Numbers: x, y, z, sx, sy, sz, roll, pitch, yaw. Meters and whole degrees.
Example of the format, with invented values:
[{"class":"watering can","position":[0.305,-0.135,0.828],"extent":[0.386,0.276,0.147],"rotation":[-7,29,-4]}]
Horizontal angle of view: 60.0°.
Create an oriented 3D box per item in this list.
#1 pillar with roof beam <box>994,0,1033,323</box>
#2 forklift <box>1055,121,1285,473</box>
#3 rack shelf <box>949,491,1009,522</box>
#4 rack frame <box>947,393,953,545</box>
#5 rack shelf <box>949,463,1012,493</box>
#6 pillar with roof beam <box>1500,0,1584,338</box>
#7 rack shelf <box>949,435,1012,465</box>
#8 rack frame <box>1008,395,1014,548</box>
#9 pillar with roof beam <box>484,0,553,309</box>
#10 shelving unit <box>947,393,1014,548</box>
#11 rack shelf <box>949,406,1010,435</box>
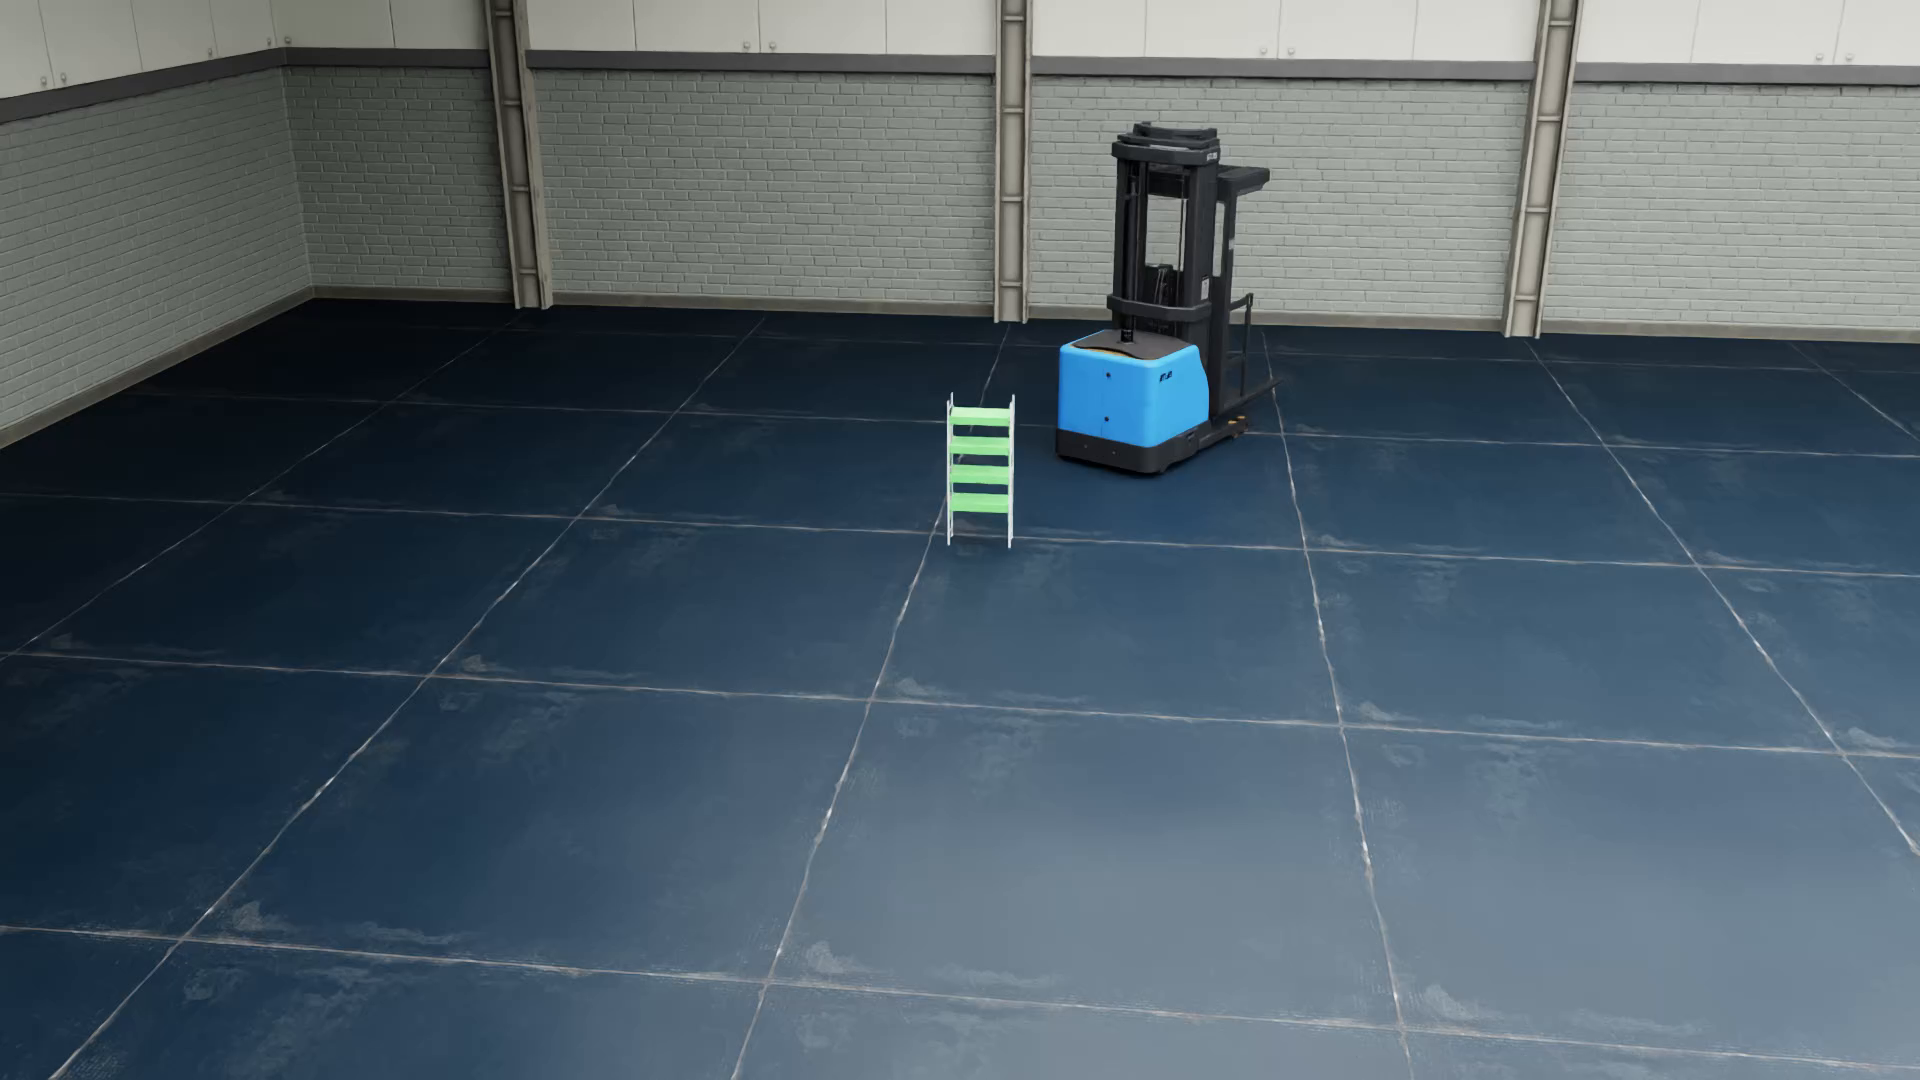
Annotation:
[{"class":"pillar with roof beam","position":[0.115,-5.288,14.575],"extent":[0.400,9.000,9.100],"rotation":[2,22,6]},{"class":"forklift","position":[2.159,-2.436,15.616],"extent":[1.130,2.935,3.031],"rotation":[15,26,34]},{"class":"rack shelf","position":[0.164,-0.268,13.313],"extent":[0.480,0.148,0.258],"rotation":[2,22,6]},{"class":"rack frame","position":[-0.078,-0.561,13.228],"extent":[0.015,1.200,0.240],"rotation":[2,22,6]},{"class":"rack shelf","position":[0.164,-0.491,13.225],"extent":[0.480,0.148,0.258],"rotation":[2,22,6]},{"class":"pillar with roof beam","position":[6.073,-5.028,13.919],"extent":[0.400,9.000,9.100],"rotation":[2,22,6]},{"class":"rack shelf","position":[0.164,-0.715,13.136],"extent":[0.480,0.148,0.258],"rotation":[2,22,6]},{"class":"rack frame","position":[0.407,-0.540,13.174],"extent":[0.015,1.200,0.240],"rotation":[2,22,6]},{"class":"pillar with roof beam","position":[-5.843,-5.547,15.232],"extent":[0.400,9.000,9.100],"rotation":[2,22,6]},{"class":"shelving unit","position":[0.164,-0.551,13.201],"extent":[0.503,1.200,0.258],"rotation":[2,22,6]},{"class":"rack shelf","position":[0.164,-0.938,13.048],"extent":[0.480,0.148,0.258],"rotation":[2,22,6]}]
